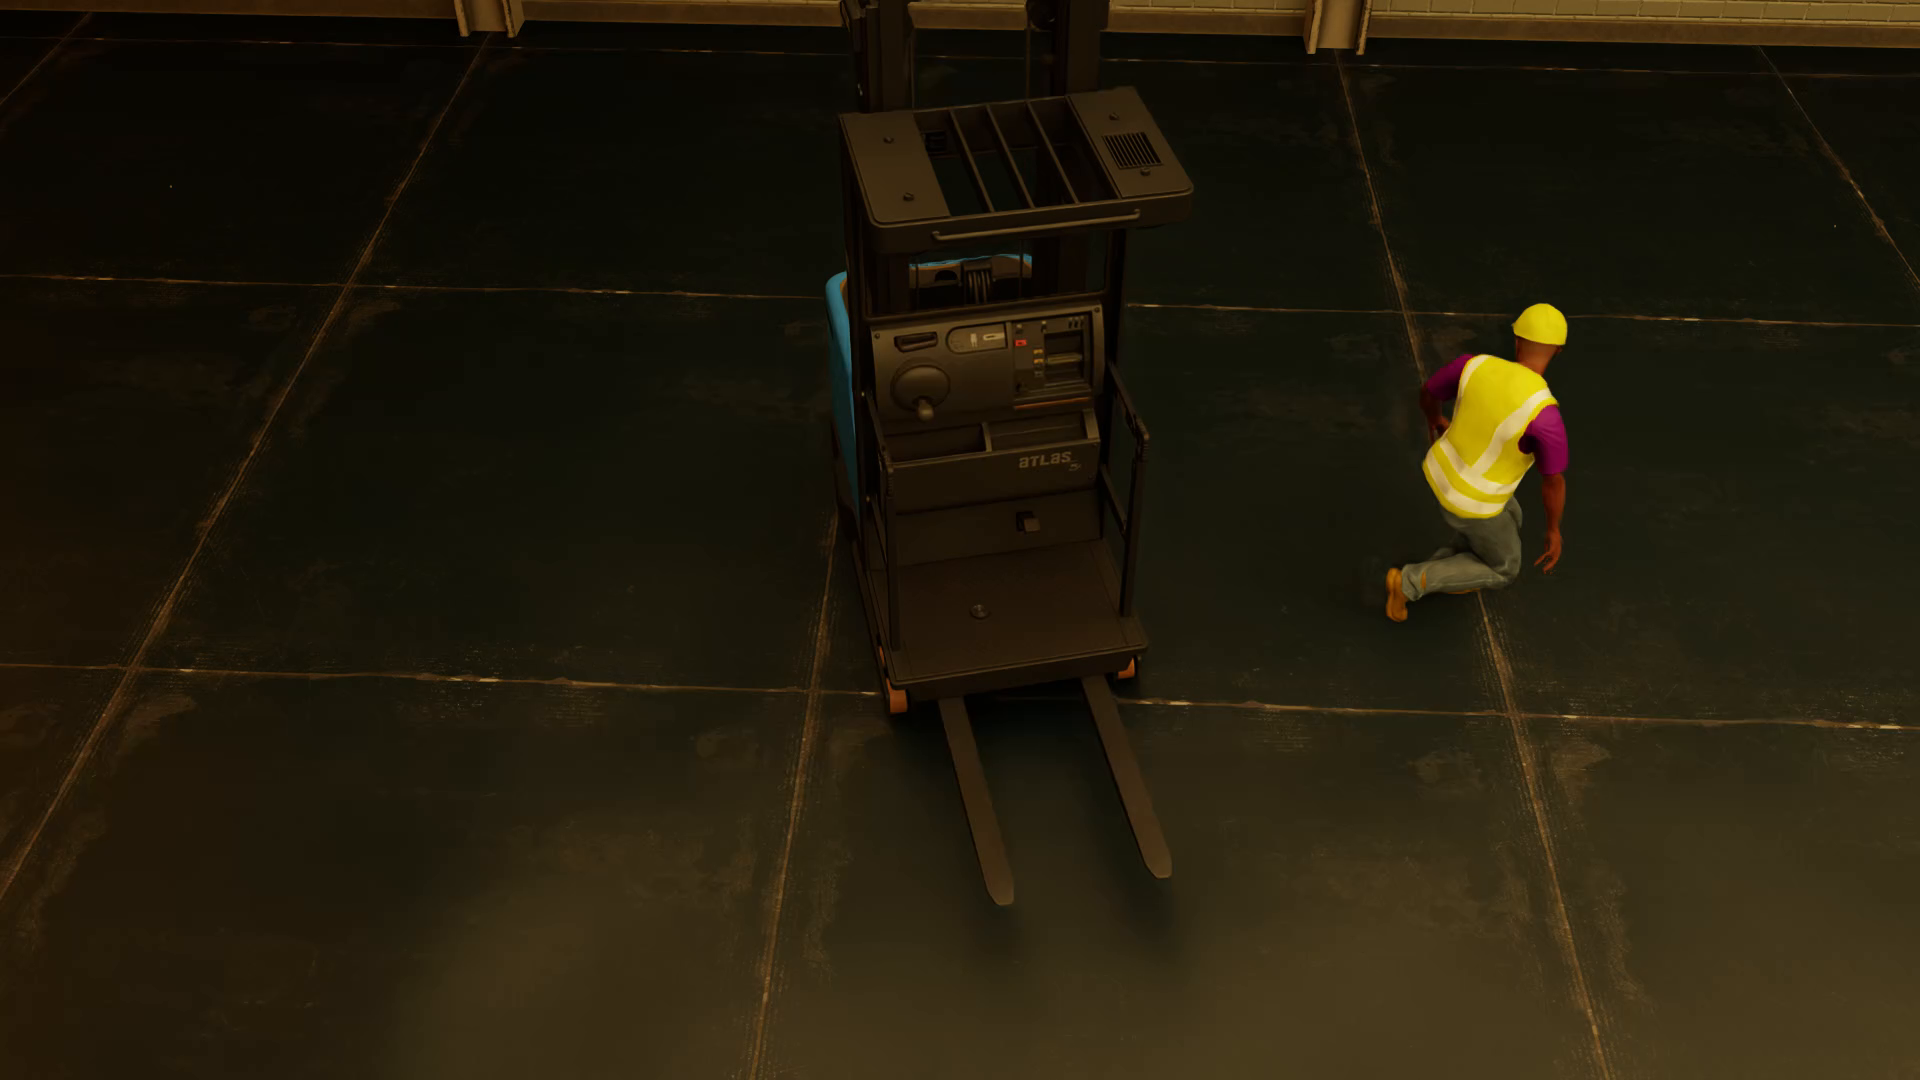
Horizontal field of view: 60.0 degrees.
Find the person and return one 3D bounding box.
[{"bbox_3d":[2.187,-0.272,7.078,0.647,1.555,0.872,-7,43,-8],"label":"person"}]

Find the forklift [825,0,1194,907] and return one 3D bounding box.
[{"bbox_3d":[0.160,-0.617,6.418,1.130,2.935,3.031,-8,43,-9],"label":"forklift"}]
